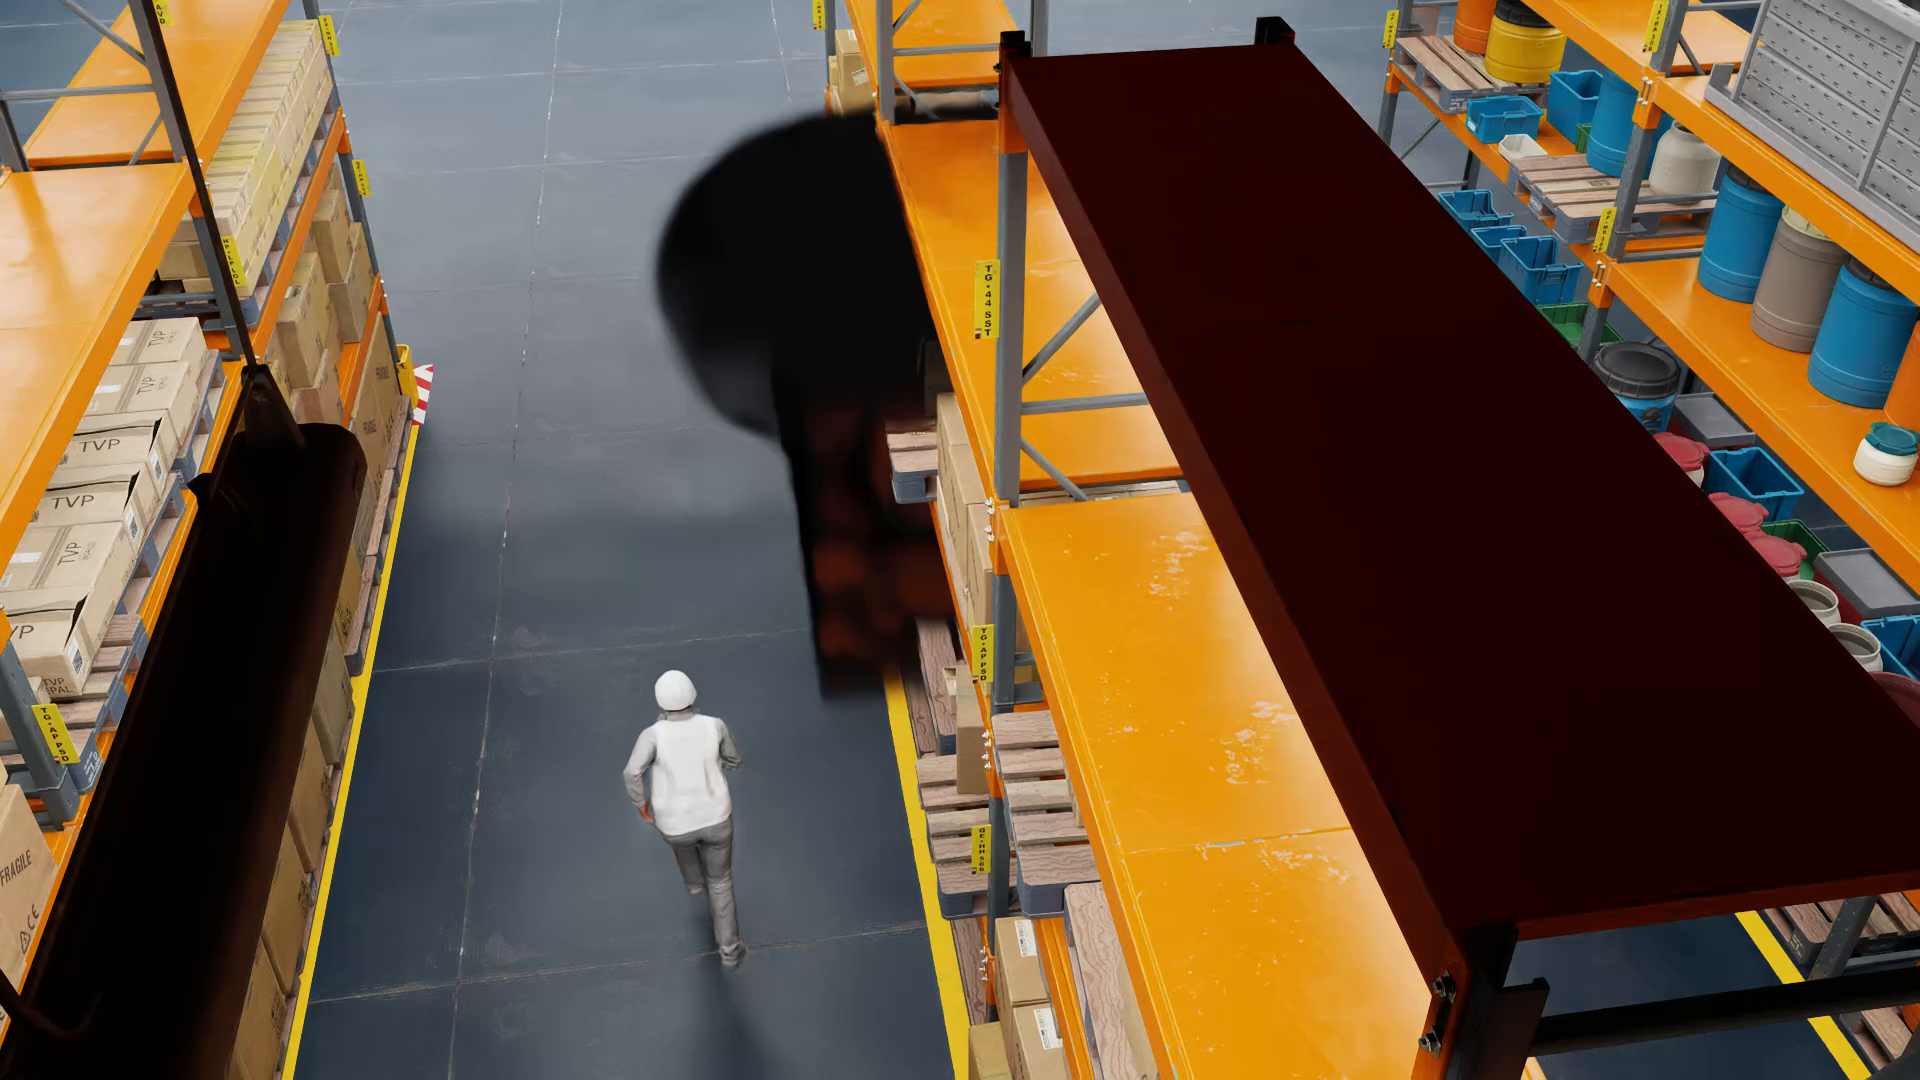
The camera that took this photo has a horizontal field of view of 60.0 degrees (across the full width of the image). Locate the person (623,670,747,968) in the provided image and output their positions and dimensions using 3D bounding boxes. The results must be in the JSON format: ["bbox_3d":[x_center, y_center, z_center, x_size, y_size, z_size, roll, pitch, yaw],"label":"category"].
[{"bbox_3d":[-1.516,1.651,9.525,0.703,1.727,1.032,-12,38,-16],"label":"person"}]
